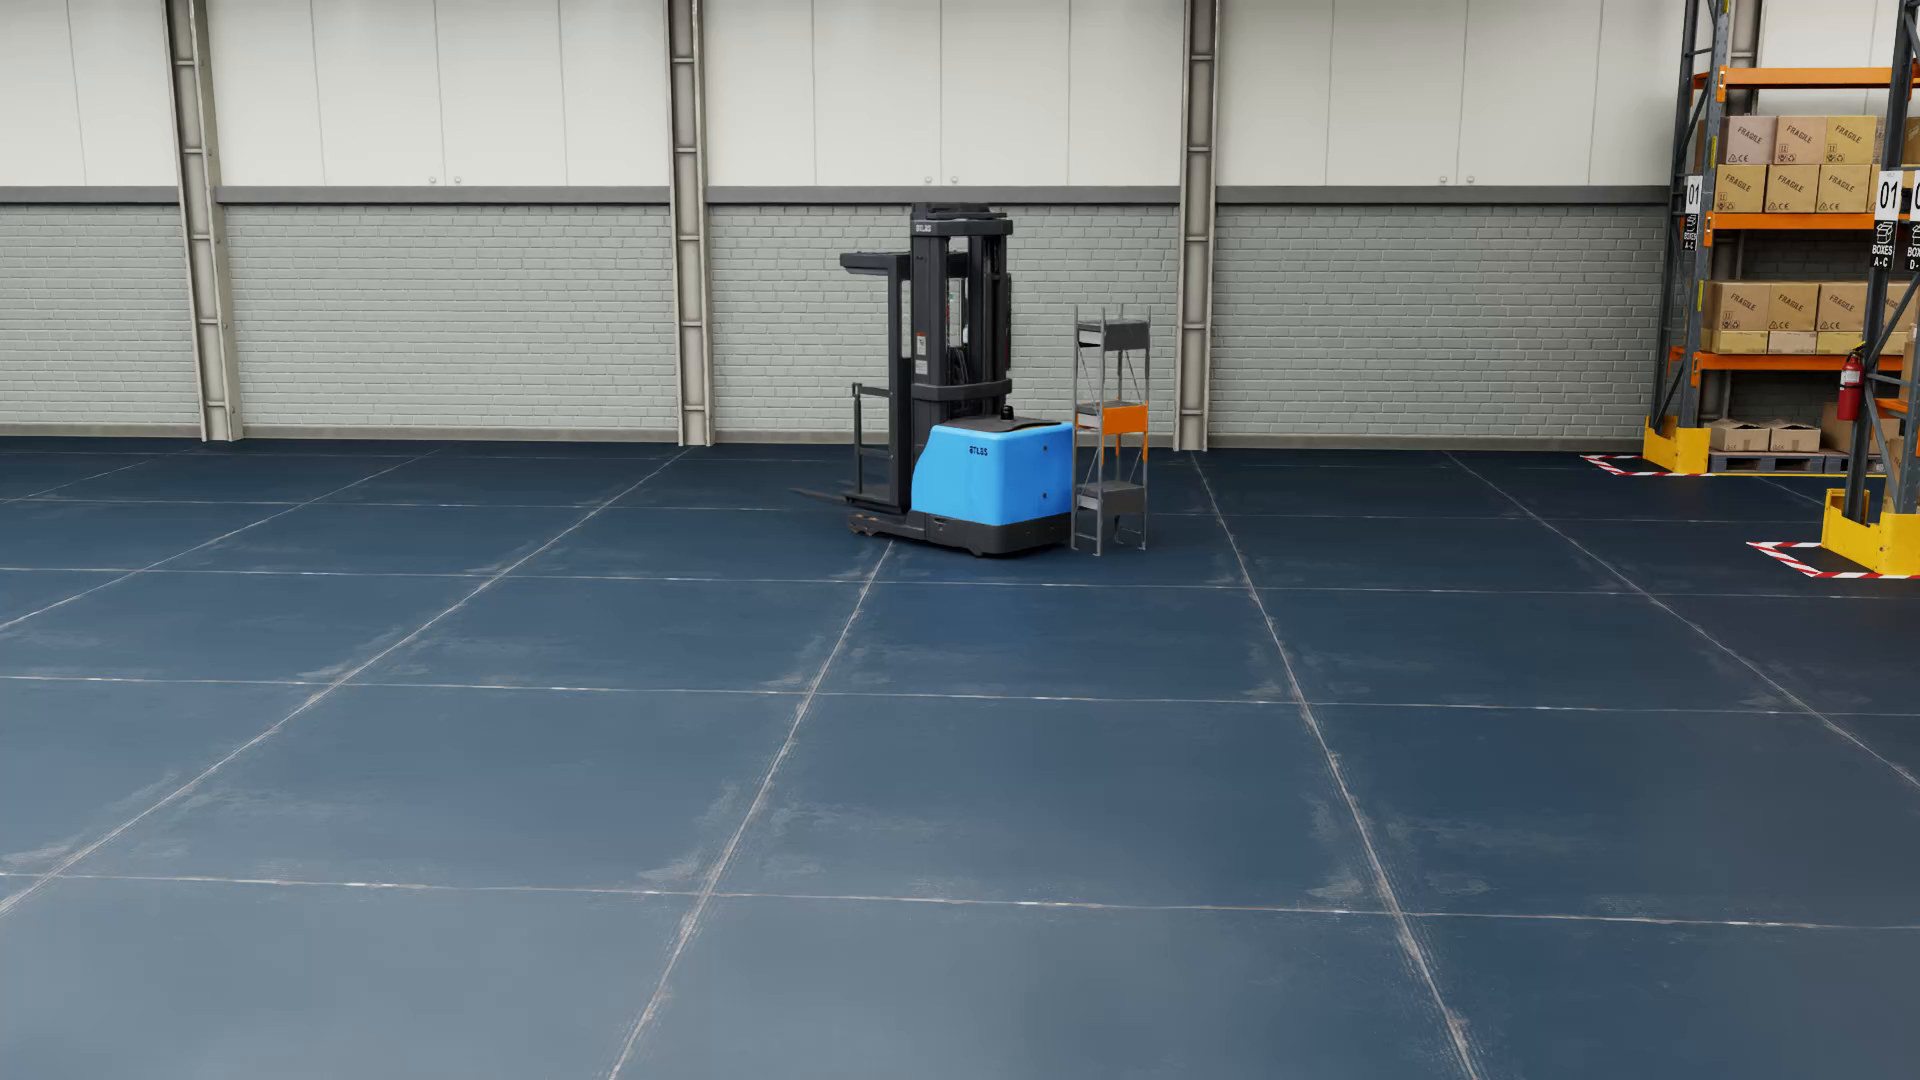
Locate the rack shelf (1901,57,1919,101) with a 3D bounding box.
[{"bbox_3d":[9.663,-3.663,13.033,4.000,0.370,1.077,1,12,4],"label":"rack shelf"}]

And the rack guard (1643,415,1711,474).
[{"bbox_3d":[8.071,-1.089,18.752,0.348,0.500,1.175,1,12,4],"label":"rack guard"}]

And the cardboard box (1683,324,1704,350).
[{"bbox_3d":[8.475,-2.283,18.673,0.500,0.250,0.500,1,12,5],"label":"cardboard box"}]

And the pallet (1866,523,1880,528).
[{"bbox_3d":[8.434,0.065,13.939,1.213,0.211,1.003,1,12,4],"label":"pallet"}]

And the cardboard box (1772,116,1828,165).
[{"bbox_3d":[8.860,-4.258,17.735,0.500,0.500,0.500,1,12,3],"label":"cardboard box"}]

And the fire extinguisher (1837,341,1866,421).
[{"bbox_3d":[7.581,-1.360,14.132,0.183,0.674,0.296,1,12,4],"label":"fire extinguisher"}]

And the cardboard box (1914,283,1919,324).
[{"bbox_3d":[8.186,-1.976,13.474,0.500,0.500,0.700,1,12,4],"label":"cardboard box"}]

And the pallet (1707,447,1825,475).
[{"bbox_3d":[8.879,-0.929,18.694,1.213,0.211,1.003,1,12,4],"label":"pallet"}]

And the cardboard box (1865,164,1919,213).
[{"bbox_3d":[9.900,-3.761,17.801,0.500,0.500,0.500,2,12,7],"label":"cardboard box"}]

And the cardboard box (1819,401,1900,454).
[{"bbox_3d":[9.977,-1.249,18.445,0.500,0.500,0.700,0,12,0],"label":"cardboard box"}]

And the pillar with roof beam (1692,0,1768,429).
[{"bbox_3d":[8.464,-4.537,14.482,0.400,9.000,9.100,1,12,4],"label":"pillar with roof beam"}]

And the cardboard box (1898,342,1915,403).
[{"bbox_3d":[8.133,-1.341,13.610,0.500,0.500,0.700,1,12,4],"label":"cardboard box"}]

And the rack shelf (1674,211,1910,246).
[{"bbox_3d":[9.991,-3.402,18.137,4.000,0.370,1.077,1,12,4],"label":"rack shelf"}]

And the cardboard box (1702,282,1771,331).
[{"bbox_3d":[8.451,-2.549,18.113,0.500,0.500,0.500,1,12,4],"label":"cardboard box"}]

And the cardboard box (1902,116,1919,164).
[{"bbox_3d":[10.399,-4.237,17.635,0.500,0.500,0.500,0,12,2],"label":"cardboard box"}]

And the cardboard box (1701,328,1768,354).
[{"bbox_3d":[8.461,-2.178,18.172,0.500,0.250,0.500,0,12,2],"label":"cardboard box"}]

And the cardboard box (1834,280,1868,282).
[{"bbox_3d":[10.000,-2.632,18.509,0.500,0.500,0.500,1,12,5],"label":"cardboard box"}]

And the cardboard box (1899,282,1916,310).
[{"bbox_3d":[10.494,-2.520,17.976,0.500,0.500,0.500,0,12,2],"label":"cardboard box"}]

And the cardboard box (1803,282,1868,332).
[{"bbox_3d":[9.459,-2.532,18.031,0.500,0.500,0.500,0,12,2],"label":"cardboard box"}]

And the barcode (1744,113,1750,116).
[{"bbox_3d":[8.737,-4.706,18.462,0.075,0.075,0.001,1,12,4],"label":"barcode"}]

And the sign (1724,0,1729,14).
[{"bbox_3d":[7.959,-5.635,17.253,0.005,0.325,0.100,1,12,4],"label":"sign"}]

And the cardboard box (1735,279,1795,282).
[{"bbox_3d":[8.981,-2.645,18.572,0.500,0.500,0.500,1,12,5],"label":"cardboard box"}]

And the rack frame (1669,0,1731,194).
[{"bbox_3d":[7.995,-5.250,17.887,0.127,3.000,1.000,1,12,4],"label":"rack frame"}]

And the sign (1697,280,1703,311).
[{"bbox_3d":[7.959,-2.626,17.883,0.005,0.325,0.100,1,12,4],"label":"sign"}]

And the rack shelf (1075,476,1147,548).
[{"bbox_3d":[1.279,-0.247,14.307,0.480,0.518,0.431,-8,14,-33],"label":"rack shelf"}]

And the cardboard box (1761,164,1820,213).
[{"bbox_3d":[8.846,-3.770,17.846,0.500,0.500,0.500,2,12,8],"label":"cardboard box"}]

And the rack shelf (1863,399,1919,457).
[{"bbox_3d":[9.663,-0.922,13.606,4.000,0.370,1.077,1,12,4],"label":"rack shelf"}]

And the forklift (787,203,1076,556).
[{"bbox_3d":[-0.376,-1.537,14.957,1.130,2.935,3.031,-11,16,-43],"label":"forklift"}]

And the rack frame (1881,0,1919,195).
[{"bbox_3d":[7.668,-4.238,13.049,0.127,3.000,1.000,1,12,4],"label":"rack frame"}]

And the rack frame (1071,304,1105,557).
[{"bbox_3d":[1.076,-0.918,14.029,0.015,2.100,0.400,-8,14,-33],"label":"rack frame"}]

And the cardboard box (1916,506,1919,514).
[{"bbox_3d":[8.188,-0.108,13.649,0.500,0.250,0.500,1,12,4],"label":"cardboard box"}]

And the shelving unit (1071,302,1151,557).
[{"bbox_3d":[1.279,-0.946,14.161,0.503,2.100,0.431,-8,14,-33],"label":"shelving unit"}]

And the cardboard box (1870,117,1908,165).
[{"bbox_3d":[9.980,-4.352,18.188,0.500,0.500,0.500,1,12,4],"label":"cardboard box"}]

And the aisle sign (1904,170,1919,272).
[{"bbox_3d":[7.582,-2.512,13.102,0.004,0.787,0.394,1,12,4],"label":"aisle sign"}]

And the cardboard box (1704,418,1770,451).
[{"bbox_3d":[8.679,-1.185,18.598,0.500,0.311,0.500,-1,12,-3],"label":"cardboard box"}]

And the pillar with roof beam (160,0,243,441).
[{"bbox_3d":[-9.496,-4.784,15.659,0.400,9.000,9.100,1,12,4],"label":"pillar with roof beam"}]

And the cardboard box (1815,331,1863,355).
[{"bbox_3d":[9.488,-2.166,18.113,0.500,0.250,0.500,1,12,3],"label":"cardboard box"}]
